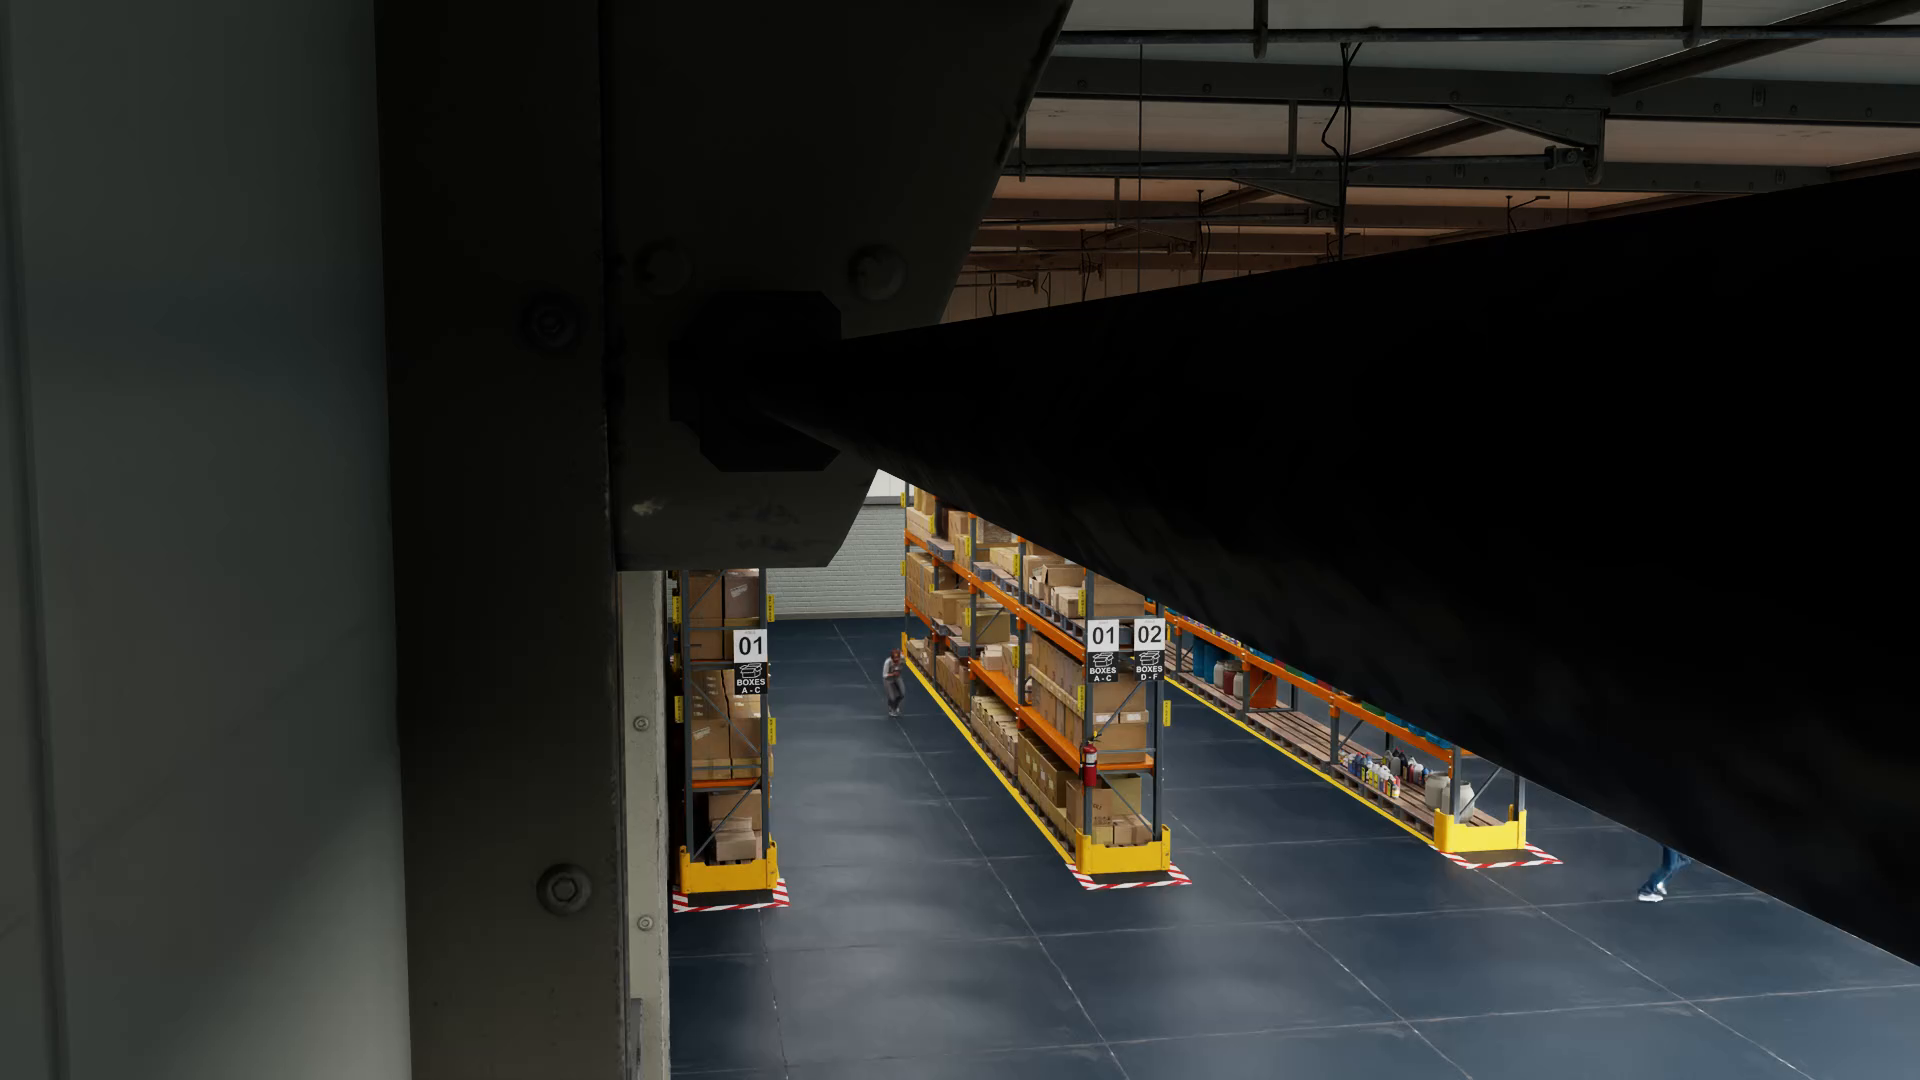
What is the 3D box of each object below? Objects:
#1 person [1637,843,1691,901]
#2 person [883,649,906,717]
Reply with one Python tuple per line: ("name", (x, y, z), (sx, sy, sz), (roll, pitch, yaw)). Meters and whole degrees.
("person", (8.469, 3.542, 19.667), (0.832, 1.493, 0.528), (1, 6, 7))
("person", (-1.188, 2.562, 29.911), (0.511, 1.329, 0.939), (-2, 6, -20))
